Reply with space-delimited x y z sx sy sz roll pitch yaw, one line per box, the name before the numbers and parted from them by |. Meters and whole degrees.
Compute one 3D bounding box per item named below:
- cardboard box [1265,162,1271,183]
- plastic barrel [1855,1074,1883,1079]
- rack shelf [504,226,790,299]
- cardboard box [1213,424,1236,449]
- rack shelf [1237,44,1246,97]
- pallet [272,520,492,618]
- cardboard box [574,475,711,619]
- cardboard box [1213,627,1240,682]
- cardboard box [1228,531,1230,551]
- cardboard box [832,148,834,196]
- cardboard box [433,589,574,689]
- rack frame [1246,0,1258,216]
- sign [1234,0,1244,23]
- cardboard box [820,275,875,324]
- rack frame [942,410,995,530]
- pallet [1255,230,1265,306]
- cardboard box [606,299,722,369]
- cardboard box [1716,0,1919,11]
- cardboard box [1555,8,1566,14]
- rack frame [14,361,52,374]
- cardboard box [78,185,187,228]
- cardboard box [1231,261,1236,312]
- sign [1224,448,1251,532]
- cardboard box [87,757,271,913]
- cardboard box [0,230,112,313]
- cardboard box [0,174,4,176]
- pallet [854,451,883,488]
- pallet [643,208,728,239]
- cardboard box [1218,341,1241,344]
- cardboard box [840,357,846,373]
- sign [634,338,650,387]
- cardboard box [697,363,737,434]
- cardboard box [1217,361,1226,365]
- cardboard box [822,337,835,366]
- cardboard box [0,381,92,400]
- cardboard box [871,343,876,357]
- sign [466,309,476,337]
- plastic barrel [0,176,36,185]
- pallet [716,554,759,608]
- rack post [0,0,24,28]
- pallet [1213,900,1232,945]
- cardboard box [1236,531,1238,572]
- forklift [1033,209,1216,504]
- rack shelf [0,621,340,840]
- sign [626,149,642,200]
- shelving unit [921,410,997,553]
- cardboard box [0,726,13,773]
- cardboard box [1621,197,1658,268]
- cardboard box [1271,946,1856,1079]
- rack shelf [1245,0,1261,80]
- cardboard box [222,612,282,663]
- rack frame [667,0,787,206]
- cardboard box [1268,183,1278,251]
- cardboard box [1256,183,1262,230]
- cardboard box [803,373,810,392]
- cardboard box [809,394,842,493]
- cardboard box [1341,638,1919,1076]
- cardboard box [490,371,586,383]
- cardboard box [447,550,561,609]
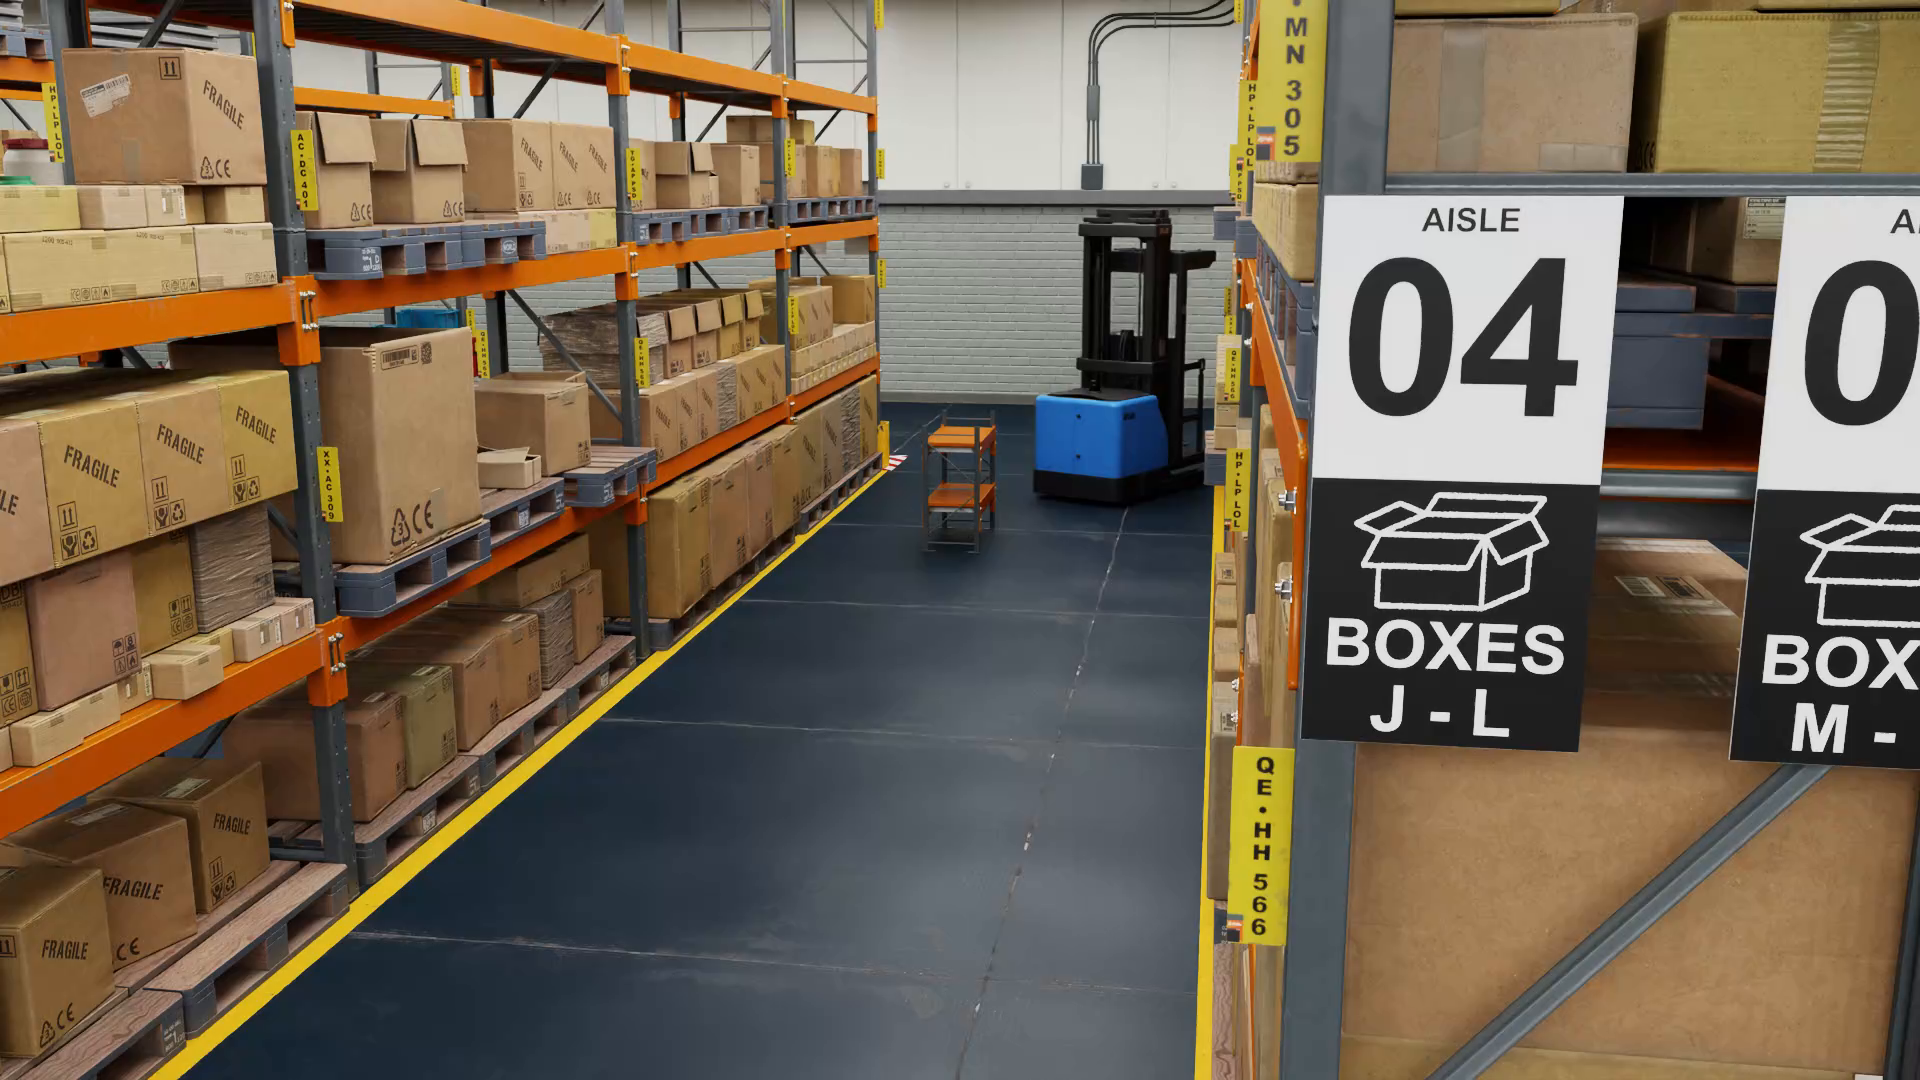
cardboard box | 1.039 -1.035 4.230 0.500 0.250 0.500 2 12 9
plastic barrel | 2.962 1.894 5.455 0.421 0.421 0.512 -10 16 -40
rack shelf | -2.342 -2.196 12.909 1.077 0.370 4.000 2 12 9
cardboard box | 1.858 -0.684 10.902 0.380 0.149 0.250 2 12 10
rack shelf | 3.159 -4.312 15.614 1.077 0.370 4.000 2 12 9
pallet | -3.003 0.107 8.090 1.003 0.211 1.213 2 12 9
cardboard box | -2.523 0.025 12.061 1.225 0.875 0.875 1 12 6
cardboard box | 1.780 0.911 8.248 1.050 0.750 0.750 2 12 9
cardboard box | 2.149 -0.090 11.704 0.500 0.250 0.500 2 12 9
cardboard box | -1.683 -3.768 17.021 0.700 0.500 0.500 1 12 5
cardboard box | -2.805 0.597 10.247 0.700 0.500 0.500 1 12 4
rack frame | 2.236 -3.416 9.742 1.000 3.000 0.127 2 12 9
sign | 2.930 -5.595 17.444 0.100 0.325 0.005 2 12 9
cardboard box | -1.234 -2.659 18.340 0.500 0.500 0.500 2 12 9
rack frame | 0.079 -0.657 15.629 0.500 1.125 0.032 2 12 9
pallet | 1.485 -0.904 5.415 1.003 0.211 1.213 2 12 9
cardboard box | -2.321 -1.632 13.083 0.797 0.503 0.637 2 12 10
cardboard box | 1.372 -0.865 2.493 0.380 0.149 0.250 2 12 9
cardboard box | 1.607 -1.183 3.968 0.380 0.149 0.250 2 12 9
rack frame | -11.207 -2.652 20.438 1.000 3.000 0.127 2 12 9
cardboard box | -3.113 -1.236 6.155 0.380 0.149 0.250 1 12 6
cardboard box | 2.887 -2.428 16.080 0.500 0.500 0.500 1 12 7
sign | 1.083 -0.194 6.469 0.100 0.325 0.005 2 12 9
cardboard box | -3.366 1.266 7.193 0.500 0.500 0.500 1 12 7
cardboard box | -3.240 -0.908 5.578 0.500 0.250 0.500 2 12 8
cardboard box | -11.110 -4.071 19.067 0.500 0.250 0.500 2 12 9
pallet | -1.465 -0.799 18.455 1.003 0.211 1.213 2 12 9
pallet | -2.434 -2.408 12.632 1.003 0.211 1.213 2 12 11
cardboard box | 2.257 -1.511 13.329 0.380 0.149 0.250 2 12 9
cardboard box | -1.384 -1.805 17.101 0.380 0.149 0.250 2 12 10
sign | -2.112 -1.177 11.031 0.100 0.325 0.005 2 12 9
cardboard box | -2.074 -1.125 13.112 0.500 0.500 0.500 2 12 9
cardboard box | 2.020 -1.186 11.822 0.380 0.149 0.250 2 12 9
cardboard box | -1.548 -1.871 16.461 0.500 0.250 0.500 2 12 10
cardboard box | -3.660 -0.326 6.327 0.500 0.500 0.500 2 12 9
cardboard box | -1.148 -2.123 18.578 0.380 0.149 0.250 2 12 10
sign | -5.767 -2.557 19.605 0.100 0.325 0.005 2 12 9
plastic barrel | -7.153 -2.635 12.607 0.294 0.245 0.294 0 12 0
pallet | -2.264 0.283 13.436 1.003 0.211 1.213 2 12 9
rack post | -7.472 -3.874 12.044 0.954 0.300 0.937 2 12 9
pallet | 1.665 1.549 7.561 1.003 0.211 1.213 2 12 9
cardboard box | 1.592 -0.028 8.020 0.500 0.500 0.500 2 12 9
forklift | 2.028 -2.053 17.821 1.130 2.935 3.031 9 15 35
rack shelf | -3.572 0.935 5.498 1.077 0.370 4.000 2 12 9
sign | -2.113 -2.366 10.763 0.100 0.325 0.005 2 12 9
shelving unit | 0.001 -0.551 15.138 0.538 1.125 1.048 2 12 9
cardboard box | -3.366 0.706 5.452 0.380 0.149 0.250 2 12 9
cardboard box | 1.453 -0.582 3.074 0.380 0.149 0.250 2 12 9
cardboard box | 1.018 1.030 2.996 0.875 0.550 0.550 2 12 9
rack shelf | 1.928 -2.453 7.928 1.077 0.370 4.000 2 12 9
cardboard box | -3.055 0.396 6.888 0.380 0.149 0.250 2 12 9
rack frame | -2.034 -4.431 14.449 1.000 3.000 0.127 2 12 9
cardboard box | 0.879 -0.708 3.658 0.380 0.149 0.250 2 12 8
cardboard box | 1.113 -1.026 5.132 0.380 0.149 0.250 2 12 8
cardboard box | -1.620 -1.481 15.597 0.380 0.149 0.250 1 12 7
cardboard box | -1.715 -0.987 16.756 0.875 0.875 0.875 2 12 9
cardboard box | 1.101 0.505 2.870 0.875 0.550 0.550 2 12 9
cardboard box | -2.693 -0.806 10.635 0.500 0.500 0.500 0 12 2
cardboard box | -2.794 0.226 10.190 0.500 0.250 0.500 3 13 15
